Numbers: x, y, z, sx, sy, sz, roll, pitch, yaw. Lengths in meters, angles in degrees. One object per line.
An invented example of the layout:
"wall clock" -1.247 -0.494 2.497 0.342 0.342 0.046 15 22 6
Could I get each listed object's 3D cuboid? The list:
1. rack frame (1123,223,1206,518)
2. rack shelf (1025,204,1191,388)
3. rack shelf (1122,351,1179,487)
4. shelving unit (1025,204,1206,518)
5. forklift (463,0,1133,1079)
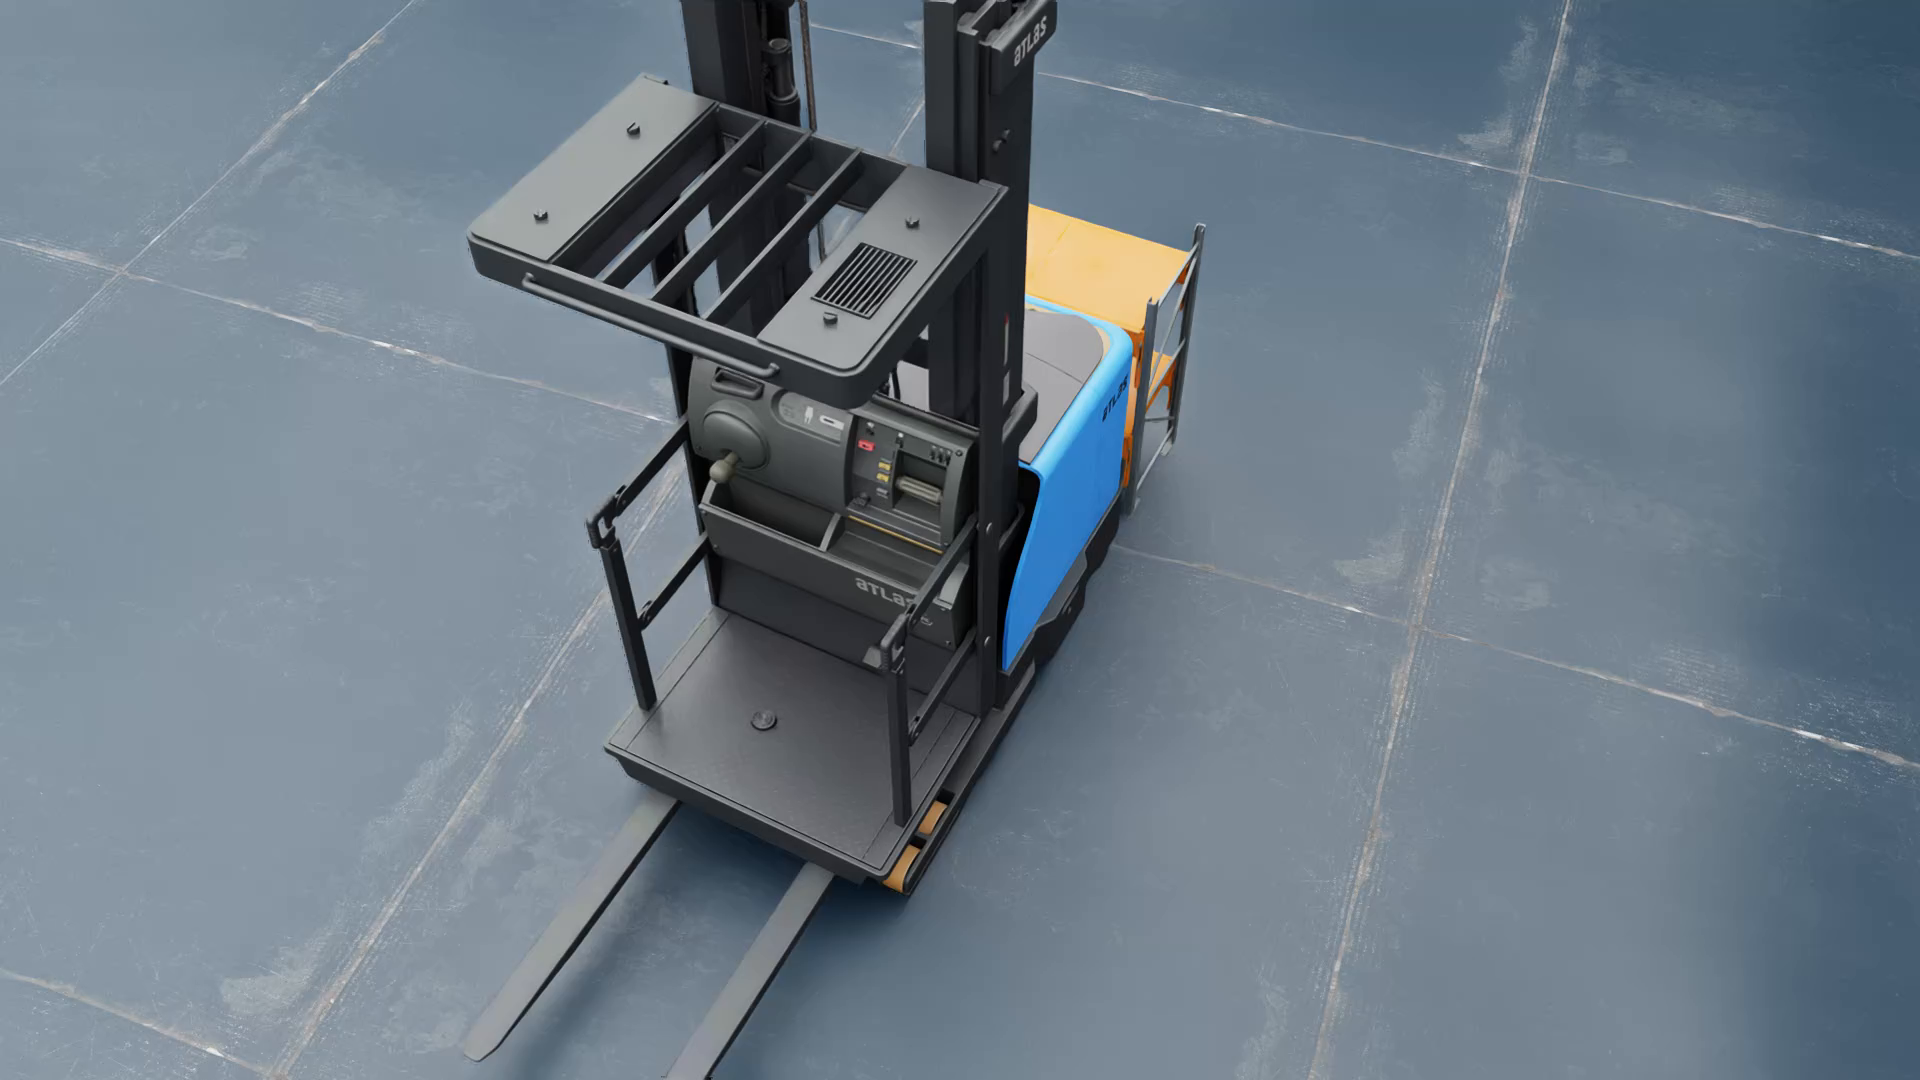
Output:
"rack frame" 0.782 -0.630 6.418 0.032 1.125 0.500 21 52 17
"rack shelf" 0.328 -0.994 6.346 1.000 0.278 0.538 21 52 17
"rack shelf" 0.328 -0.642 6.752 1.000 0.278 0.538 21 52 17
"shelving unit" 0.328 -0.802 6.567 1.048 1.125 0.538 21 52 17
"forklift" -0.501 -0.173 4.827 1.130 2.935 3.031 21 52 18
